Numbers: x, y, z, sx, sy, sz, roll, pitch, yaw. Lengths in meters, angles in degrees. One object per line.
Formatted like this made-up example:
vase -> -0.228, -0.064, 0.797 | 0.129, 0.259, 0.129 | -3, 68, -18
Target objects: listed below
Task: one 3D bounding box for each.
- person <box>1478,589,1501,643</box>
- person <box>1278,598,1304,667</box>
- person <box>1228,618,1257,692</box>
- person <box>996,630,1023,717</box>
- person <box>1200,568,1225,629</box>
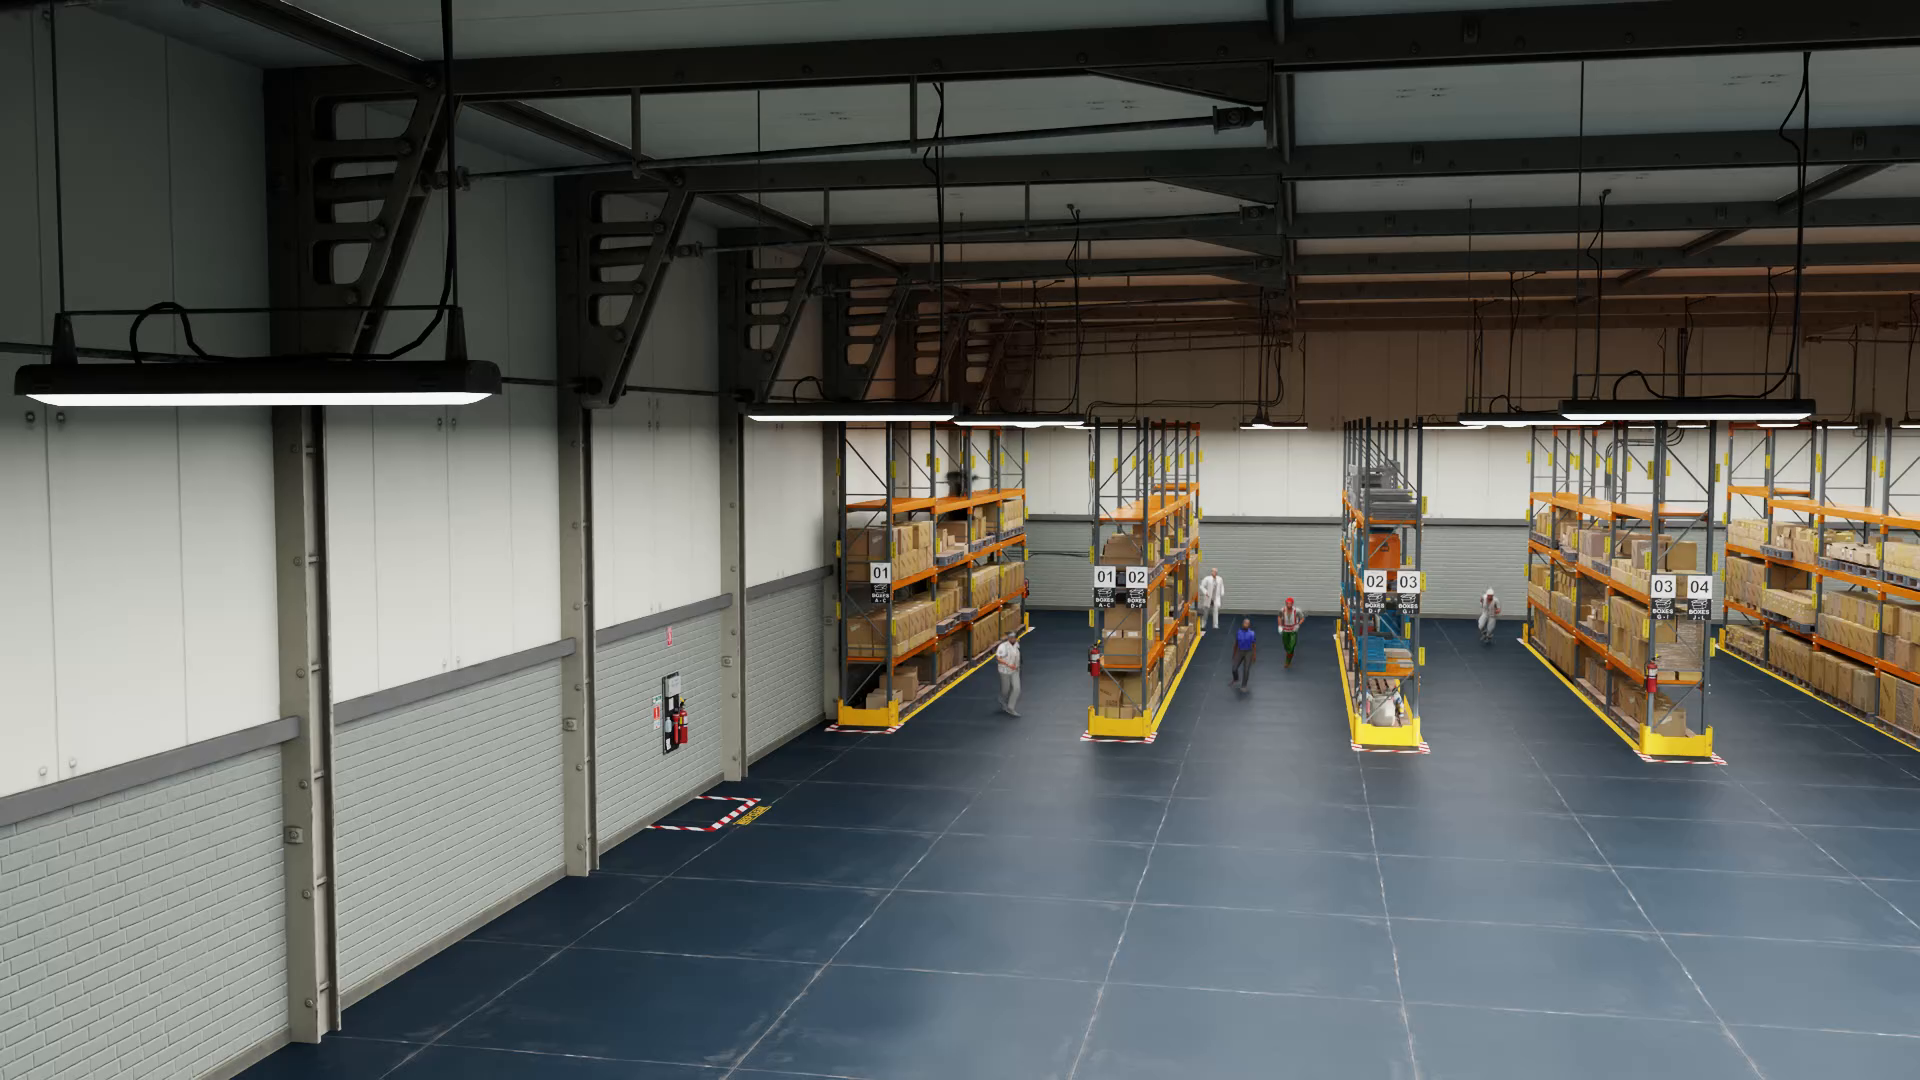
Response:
person -> 14.187, 2.046, 44.607 | 0.697, 1.533, 0.987 | 2, 4, 32
person -> 8.082, 2.239, 40.612 | 0.641, 1.716, 0.751 | 1, 4, 13
person -> 6.240, 2.530, 36.750 | 0.712, 1.627, 0.517 | 2, 4, 25
person -> 0.945, 2.664, 33.735 | 0.635, 1.739, 0.789 | -2, 4, -29
person -> 7.288, 1.694, 47.890 | 0.735, 1.772, 1.114 | 0, 4, -5
